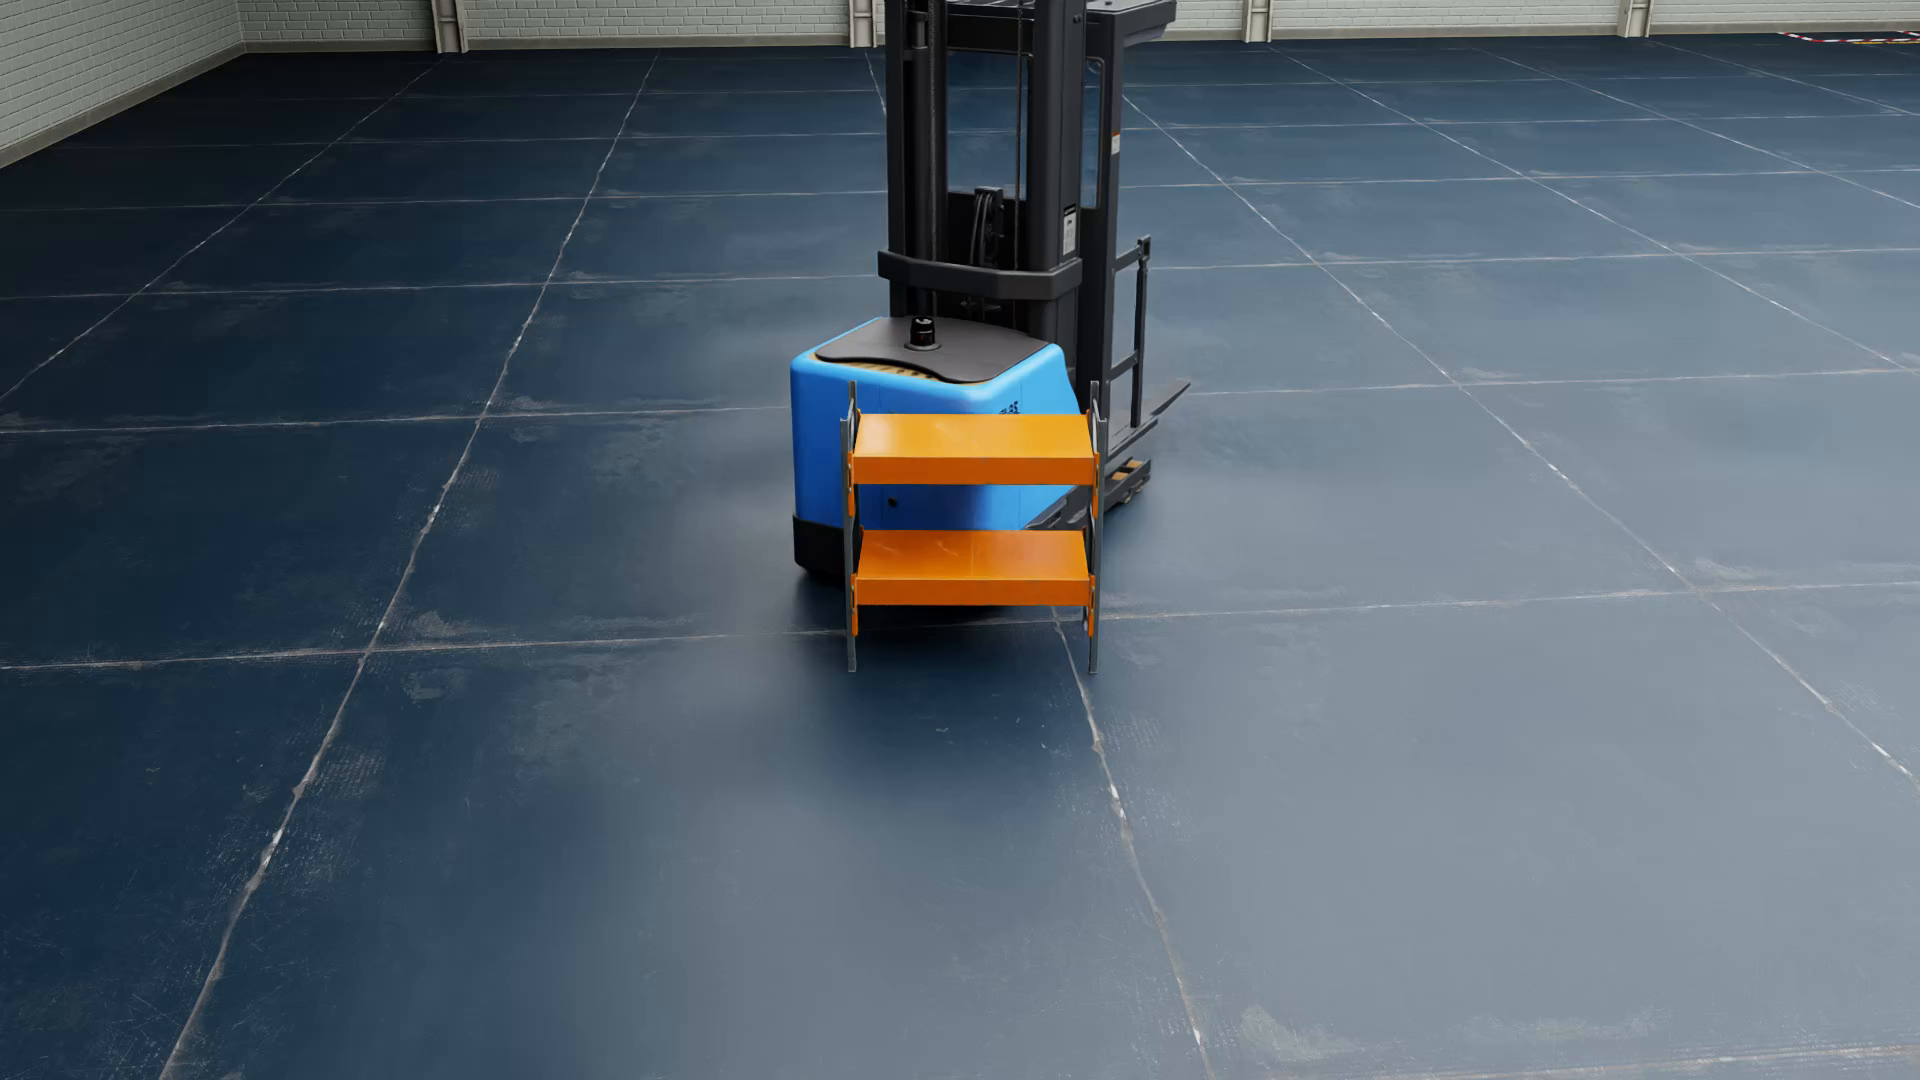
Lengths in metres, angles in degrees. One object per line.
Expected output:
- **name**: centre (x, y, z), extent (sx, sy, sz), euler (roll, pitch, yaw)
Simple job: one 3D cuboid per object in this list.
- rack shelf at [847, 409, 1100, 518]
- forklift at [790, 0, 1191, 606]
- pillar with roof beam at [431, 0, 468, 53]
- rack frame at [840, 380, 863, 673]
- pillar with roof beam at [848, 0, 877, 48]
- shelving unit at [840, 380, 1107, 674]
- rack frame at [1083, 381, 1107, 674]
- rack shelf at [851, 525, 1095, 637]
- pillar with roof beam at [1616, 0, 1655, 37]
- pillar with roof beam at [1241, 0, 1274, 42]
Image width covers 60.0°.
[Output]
- **rack shelf**: centre (0.054, -0.322, 6.869), extent (1.000, 0.278, 0.538), euler (0, 24, 0)
- **forklift**: centre (0.359, -1.606, 8.254), extent (1.130, 2.935, 3.031), euler (12, 27, 26)
- **pillar with roof beam**: centre (-6.998, -9.526, 18.603), extent (0.400, 9.000, 9.100), euler (-2, 24, -5)
- **rack frame**: centre (-0.454, -0.056, 6.992), extent (0.032, 1.125, 0.500), euler (0, 24, 0)
- **pillar with roof beam**: centre (-1.027, -9.766, 19.142), extent (0.400, 9.000, 9.100), euler (-2, 24, -5)
- **shelving unit**: centre (0.054, -0.055, 6.988), extent (1.048, 1.125, 0.538), euler (0, 24, 0)
- **rack frame**: centre (0.563, -0.053, 6.984), extent (0.032, 1.125, 0.500), euler (0, 24, 0)
- **rack shelf**: centre (0.054, 0.169, 7.088), extent (1.000, 0.278, 0.538), euler (0, 24, 0)
- **pillar with roof beam**: centre (10.915, -10.245, 20.219), extent (0.400, 9.000, 9.100), euler (-2, 24, -5)
- **pillar with roof beam**: centre (4.944, -10.005, 19.681), extent (0.400, 9.000, 9.100), euler (-2, 24, -5)
